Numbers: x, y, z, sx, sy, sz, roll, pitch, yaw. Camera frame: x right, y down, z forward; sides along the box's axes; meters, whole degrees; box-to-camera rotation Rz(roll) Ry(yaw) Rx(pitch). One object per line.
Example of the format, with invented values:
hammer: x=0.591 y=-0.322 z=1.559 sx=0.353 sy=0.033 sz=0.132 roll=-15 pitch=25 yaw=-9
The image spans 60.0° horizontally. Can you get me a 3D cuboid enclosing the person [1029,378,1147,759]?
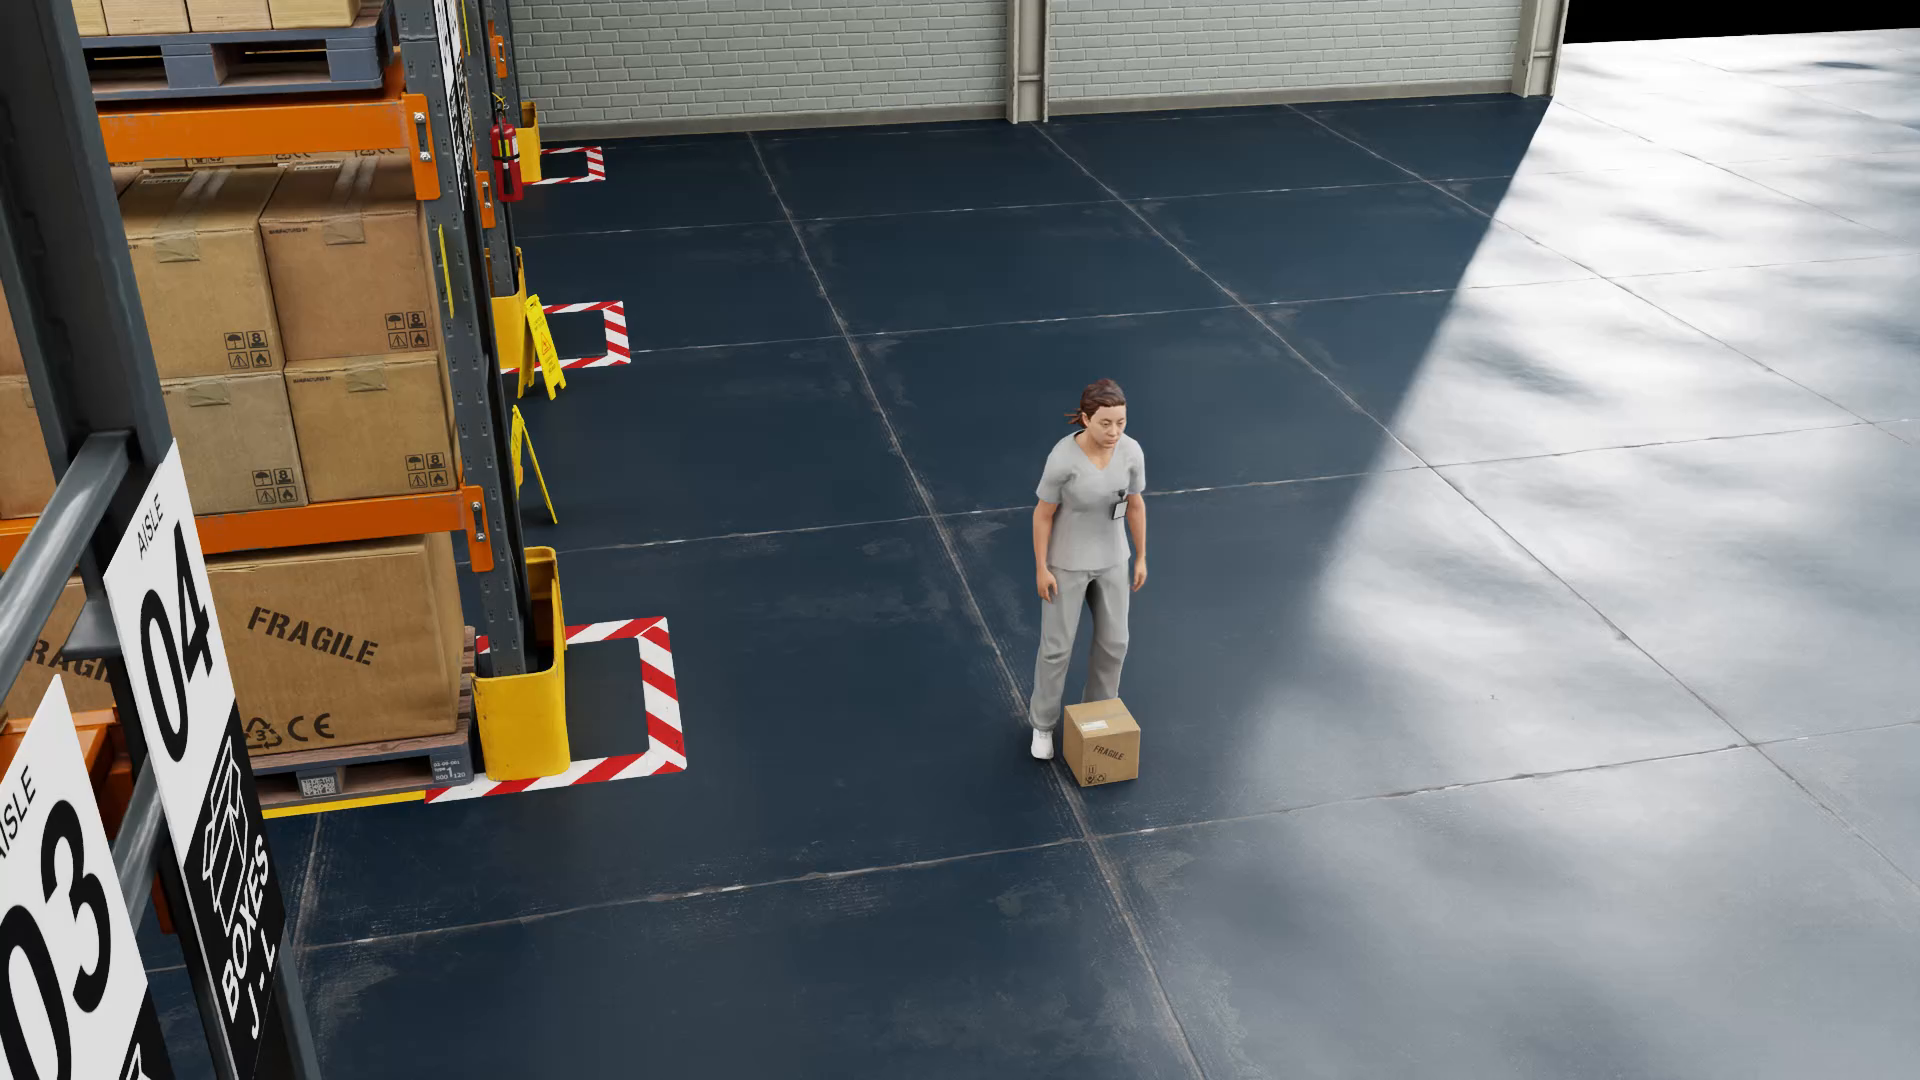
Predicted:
person: x=0.532 y=0.111 z=6.898 sx=0.513 sy=1.673 sz=0.360 roll=-7 pitch=28 yaw=-14
